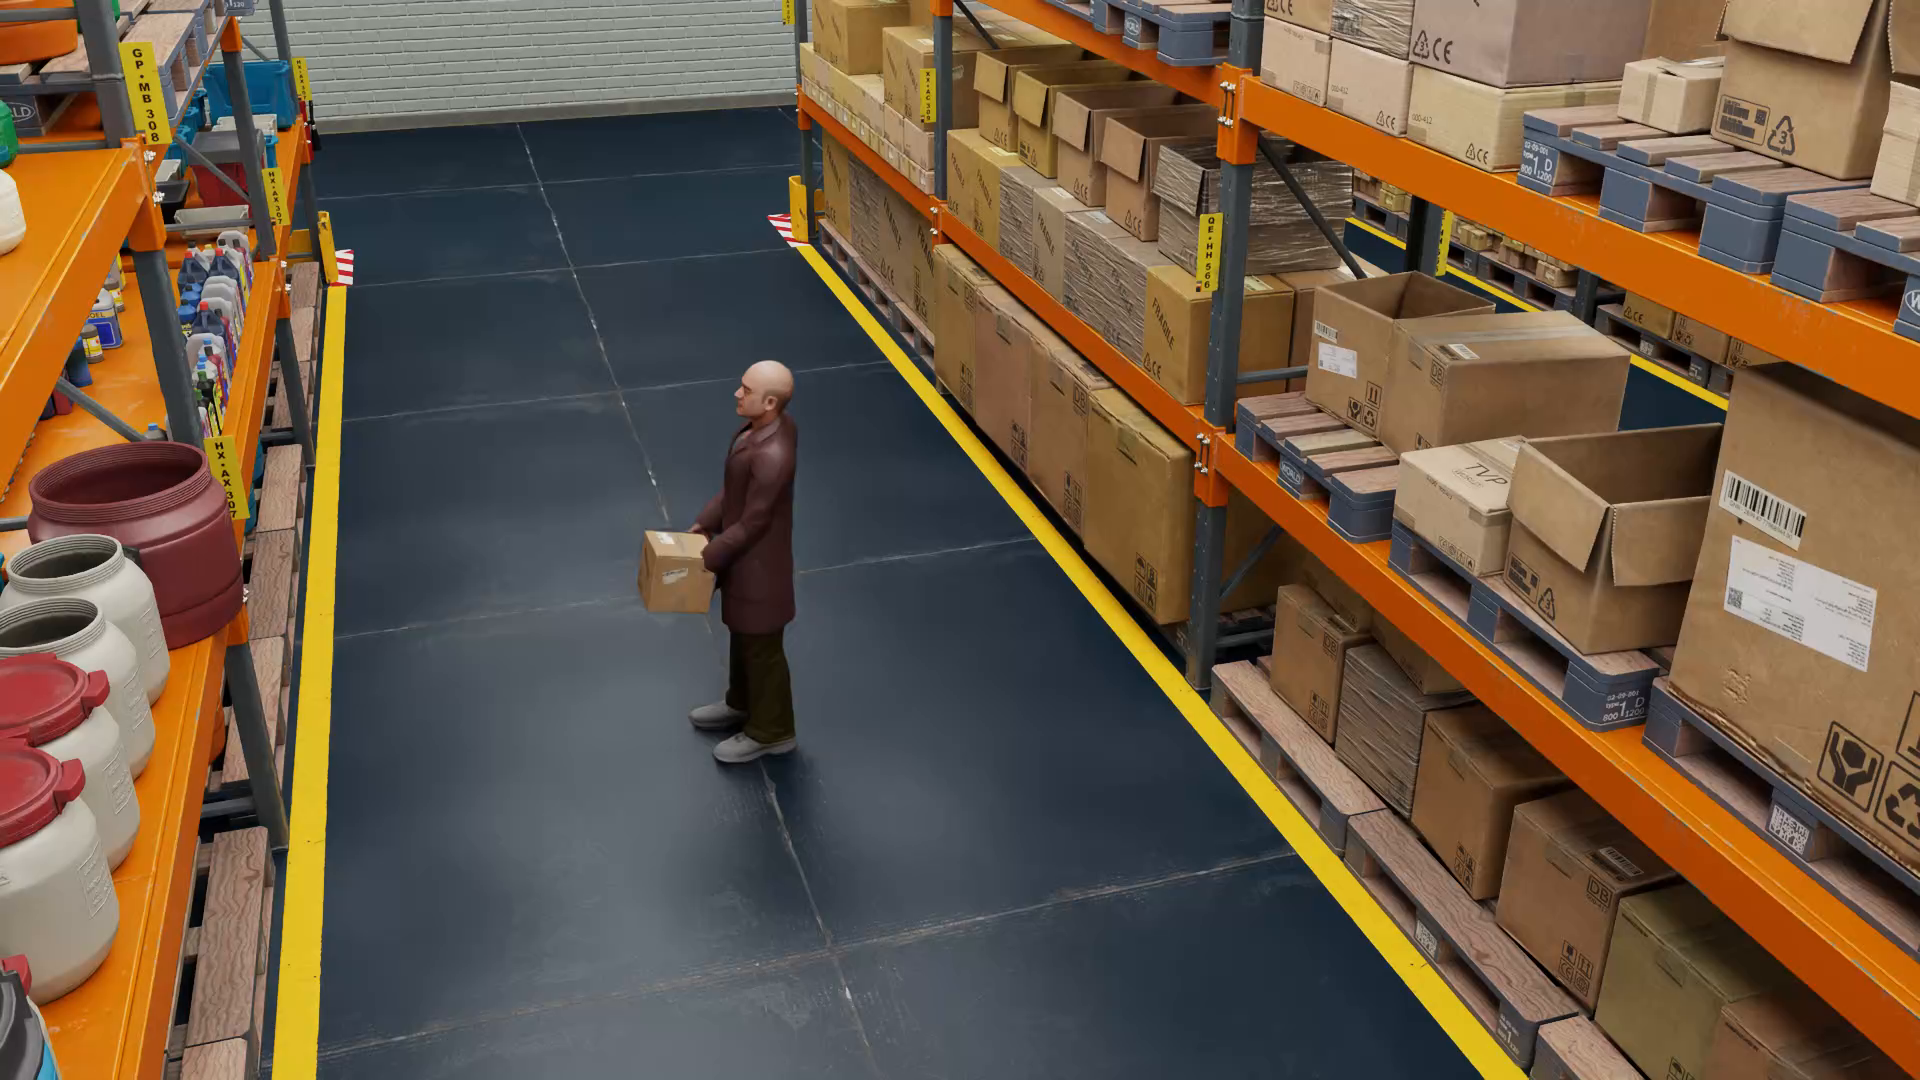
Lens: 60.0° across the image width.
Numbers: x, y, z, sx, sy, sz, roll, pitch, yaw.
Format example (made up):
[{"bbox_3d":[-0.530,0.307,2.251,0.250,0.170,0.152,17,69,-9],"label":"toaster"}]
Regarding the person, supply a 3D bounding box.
[{"bbox_3d":[-0.919,0.102,6.912,0.540,1.779,0.562,-3,26,-6],"label":"person"}]
